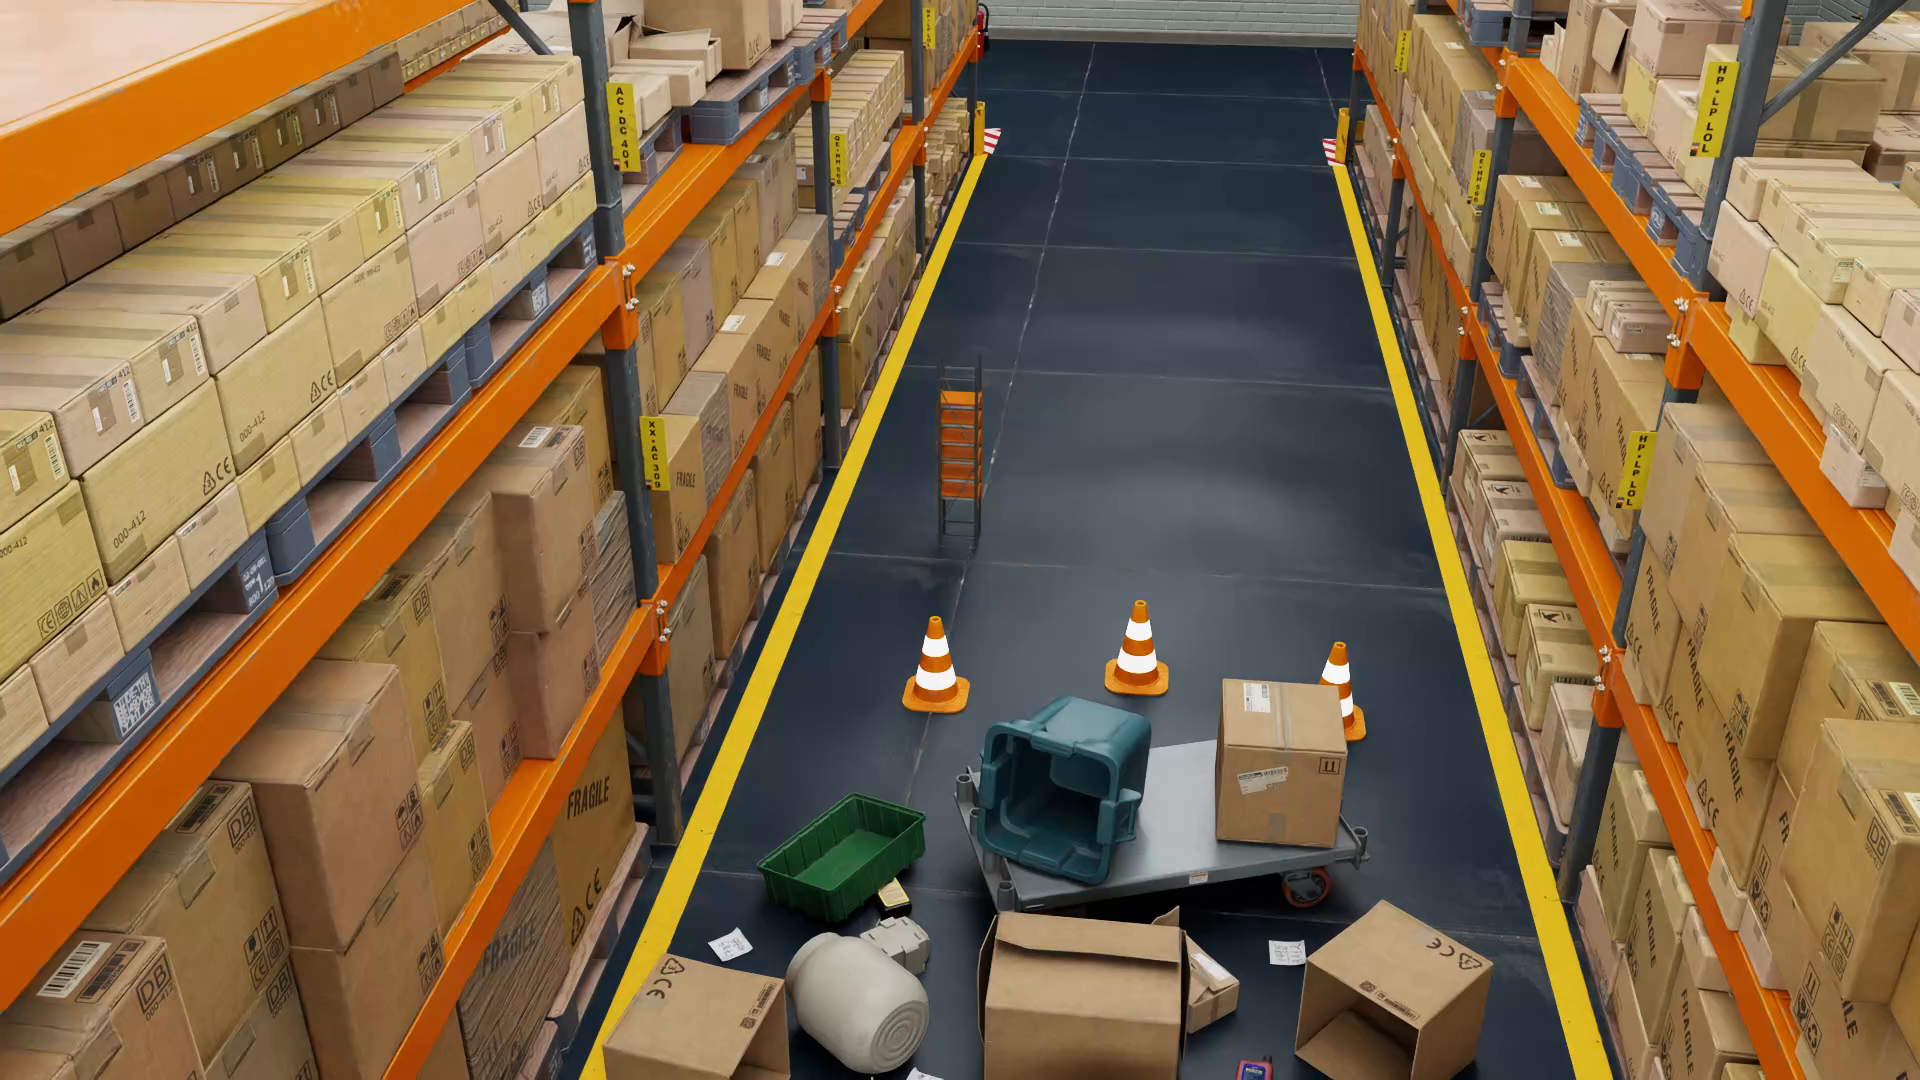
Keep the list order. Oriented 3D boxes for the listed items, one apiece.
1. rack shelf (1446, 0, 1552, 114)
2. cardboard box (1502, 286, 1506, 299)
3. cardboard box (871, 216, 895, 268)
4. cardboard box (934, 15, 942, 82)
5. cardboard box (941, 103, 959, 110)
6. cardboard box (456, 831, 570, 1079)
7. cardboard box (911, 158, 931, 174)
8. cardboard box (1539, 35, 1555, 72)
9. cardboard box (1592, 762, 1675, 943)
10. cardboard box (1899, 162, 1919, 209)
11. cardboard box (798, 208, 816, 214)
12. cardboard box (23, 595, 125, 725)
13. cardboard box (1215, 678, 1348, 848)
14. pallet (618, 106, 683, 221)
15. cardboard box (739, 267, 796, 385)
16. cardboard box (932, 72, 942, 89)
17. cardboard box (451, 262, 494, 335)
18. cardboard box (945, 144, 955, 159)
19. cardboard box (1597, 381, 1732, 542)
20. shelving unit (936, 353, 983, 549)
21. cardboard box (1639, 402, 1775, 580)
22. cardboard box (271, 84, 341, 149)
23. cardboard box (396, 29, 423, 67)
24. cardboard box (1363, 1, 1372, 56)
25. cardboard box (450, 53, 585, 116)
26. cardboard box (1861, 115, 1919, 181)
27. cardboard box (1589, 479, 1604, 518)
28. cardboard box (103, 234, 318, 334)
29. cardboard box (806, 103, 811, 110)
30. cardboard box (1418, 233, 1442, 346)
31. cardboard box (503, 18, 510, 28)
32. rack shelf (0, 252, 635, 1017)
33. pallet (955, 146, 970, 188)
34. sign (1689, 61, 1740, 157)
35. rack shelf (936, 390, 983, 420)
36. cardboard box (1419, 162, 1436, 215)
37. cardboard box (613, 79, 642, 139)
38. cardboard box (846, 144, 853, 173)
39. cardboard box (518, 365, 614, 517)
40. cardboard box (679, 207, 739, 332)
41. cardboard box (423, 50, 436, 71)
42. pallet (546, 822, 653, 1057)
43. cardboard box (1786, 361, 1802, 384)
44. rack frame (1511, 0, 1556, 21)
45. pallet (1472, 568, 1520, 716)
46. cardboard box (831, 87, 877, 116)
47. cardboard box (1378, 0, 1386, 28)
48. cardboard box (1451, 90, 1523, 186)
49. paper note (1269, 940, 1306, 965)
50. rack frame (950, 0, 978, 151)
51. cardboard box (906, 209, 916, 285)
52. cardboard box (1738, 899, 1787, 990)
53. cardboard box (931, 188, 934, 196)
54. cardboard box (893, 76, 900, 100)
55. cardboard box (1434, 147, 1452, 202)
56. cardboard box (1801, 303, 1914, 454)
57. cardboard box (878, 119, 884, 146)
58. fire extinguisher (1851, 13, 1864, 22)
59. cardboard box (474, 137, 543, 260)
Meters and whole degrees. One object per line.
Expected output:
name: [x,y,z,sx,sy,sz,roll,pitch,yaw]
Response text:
rack shelf: [3.873,-3.552,11.276,1.077,0.370,4.000,3,28,6]
cardboard box: [3.336,-1.408,9.522,0.380,0.149,0.250,2,28,3]
cardboard box: [-0.774,-2.288,12.736,0.500,0.250,0.500,2,28,4]
cardboard box: [-0.443,-4.356,14.754,0.500,0.500,0.500,3,28,6]
cardboard box: [-0.218,-4.425,17.237,0.380,0.149,0.250,4,29,7]
cardboard box: [-2.040,1.503,6.094,0.875,0.875,0.875,4,29,7]
cardboard box: [-0.475,-3.443,15.415,0.380,0.149,0.250,3,28,5]
cardboard box: [3.421,-2.678,9.161,0.380,0.149,0.250,3,28,6]
cardboard box: [2.798,1.234,6.463,0.500,0.500,0.500,5,29,9]
cardboard box: [3.316,-1.123,5.433,0.380,0.149,0.250,4,29,7]
cardboard box: [-1.042,-2.120,10.844,0.380,0.149,0.250,3,28,5]
cardboard box: [-1.887,0.218,3.238,0.380,0.149,0.250,4,29,7]
cardboard box: [1.368,0.954,7.153,0.500,0.500,0.500,3,28,6]
pallet: [-1.724,-1.634,7.160,0.805,0.209,1.217,2,28,4]
cardboard box: [-1.210,-1.193,9.196,0.500,0.500,0.500,3,28,5]
cardboard box: [-0.374,-4.230,15.204,0.380,0.149,0.250,4,29,7]
cardboard box: [-1.639,-0.735,5.005,0.380,0.149,0.250,4,29,7]
cardboard box: [-0.261,-3.799,16.389,0.380,0.149,0.250,5,29,9]
cardboard box: [2.967,-0.314,6.809,0.500,0.500,0.500,3,28,5]
shelving unit: [-0.002,-0.521,9.953,0.258,1.200,0.189,3,28,6]
cardboard box: [2.869,-0.144,5.882,0.700,0.500,0.500,3,28,6]
cardboard box: [-2.230,-1.363,5.330,0.380,0.149,0.250,3,28,6]
cardboard box: [-5.334,-4.570,15.415,0.500,0.250,0.500,3,28,6]
cardboard box: [4.230,-4.967,16.202,0.500,0.500,0.500,3,28,5]
cardboard box: [-1.516,-1.563,5.702,0.380,0.149,0.250,3,28,6]
cardboard box: [3.607,-1.415,6.266,0.500,0.250,0.500,3,28,5]
cardboard box: [2.977,-0.179,7.242,0.380,0.149,0.250,3,28,5]
cardboard box: [-1.764,-0.608,3.929,0.380,0.149,0.250,3,28,6]
cardboard box: [-1.374,-3.397,13.215,0.380,0.149,0.250,4,29,7]
cardboard box: [4.019,-2.017,12.628,0.875,0.875,0.875,4,29,8]
cardboard box: [-4.974,-5.528,17.614,0.380,0.149,0.250,4,29,7]
rack shelf: [-2.032,-0.026,4.732,1.077,0.370,4.000,3,28,6]
pallet: [-0.461,-3.969,17.394,1.003,0.211,1.213,3,28,6]
sign: [2.587,-1.476,5.704,0.100,0.325,0.005,3,28,6]
rack shelf: [-0.002,-0.799,9.803,0.258,0.103,0.180,3,28,6]
cardboard box: [3.591,-2.513,11.910,0.500,0.250,0.500,3,28,5]
cardboard box: [-1.465,-1.724,6.718,0.258,0.266,0.396,3,28,5]
cardboard box: [-0.947,-2.640,11.496,0.380,0.149,0.250,3,29,6]
cardboard box: [-1.867,-0.334,6.410,0.875,0.550,0.550,3,28,6]
cardboard box: [-1.546,-1.400,8.526,0.700,0.500,0.500,3,28,6]
cardboard box: [-5.225,-4.567,15.829,0.380,0.149,0.250,3,28,5]
pallet: [-1.958,1.617,7.025,1.003,0.211,1.213,3,28,6]
cardboard box: [2.848,-0.558,5.225,0.380,0.149,0.250,3,28,6]
rack frame: [3.628,-4.248,8.646,1.000,3.000,0.127,3,28,6]
pallet: [3.379,0.562,8.985,1.003,0.211,1.213,3,28,6]
cardboard box: [-0.823,-3.252,12.318,0.380,0.149,0.250,2,28,4]
cardboard box: [4.095,-4.926,15.071,0.500,0.500,0.500,3,29,6]
cardboard box: [3.486,-2.591,10.738,0.500,0.500,0.500,4,29,7]
paper note: [1.380,1.734,7.000,0.148,0.019,0.142,3,28,6]
rack frame: [-0.317,-5.612,17.505,1.000,3.000,0.127,3,28,6]
cardboard box: [-0.648,-2.451,13.829,0.500,0.500,0.500,3,28,5]
cardboard box: [2.612,1.238,5.054,0.380,0.149,0.250,3,28,6]
cardboard box: [-0.452,-3.308,15.791,0.380,0.149,0.250,2,28,4]
cardboard box: [-0.691,-3.612,13.300,0.380,0.149,0.250,4,29,7]
cardboard box: [3.537,-2.487,11.335,0.500,0.250,0.500,3,28,5]
cardboard box: [2.684,-0.440,4.585,0.500,0.250,0.500,4,29,7]
cardboard box: [-0.782,-3.117,12.694,0.380,0.149,0.250,2,28,4]
fire extinguisher: [9.094,-4.983,16.812,0.296,0.674,0.183,3,28,6]
cardboard box: [-1.655,-1.093,5.251,0.500,0.250,0.500,3,28,6]
